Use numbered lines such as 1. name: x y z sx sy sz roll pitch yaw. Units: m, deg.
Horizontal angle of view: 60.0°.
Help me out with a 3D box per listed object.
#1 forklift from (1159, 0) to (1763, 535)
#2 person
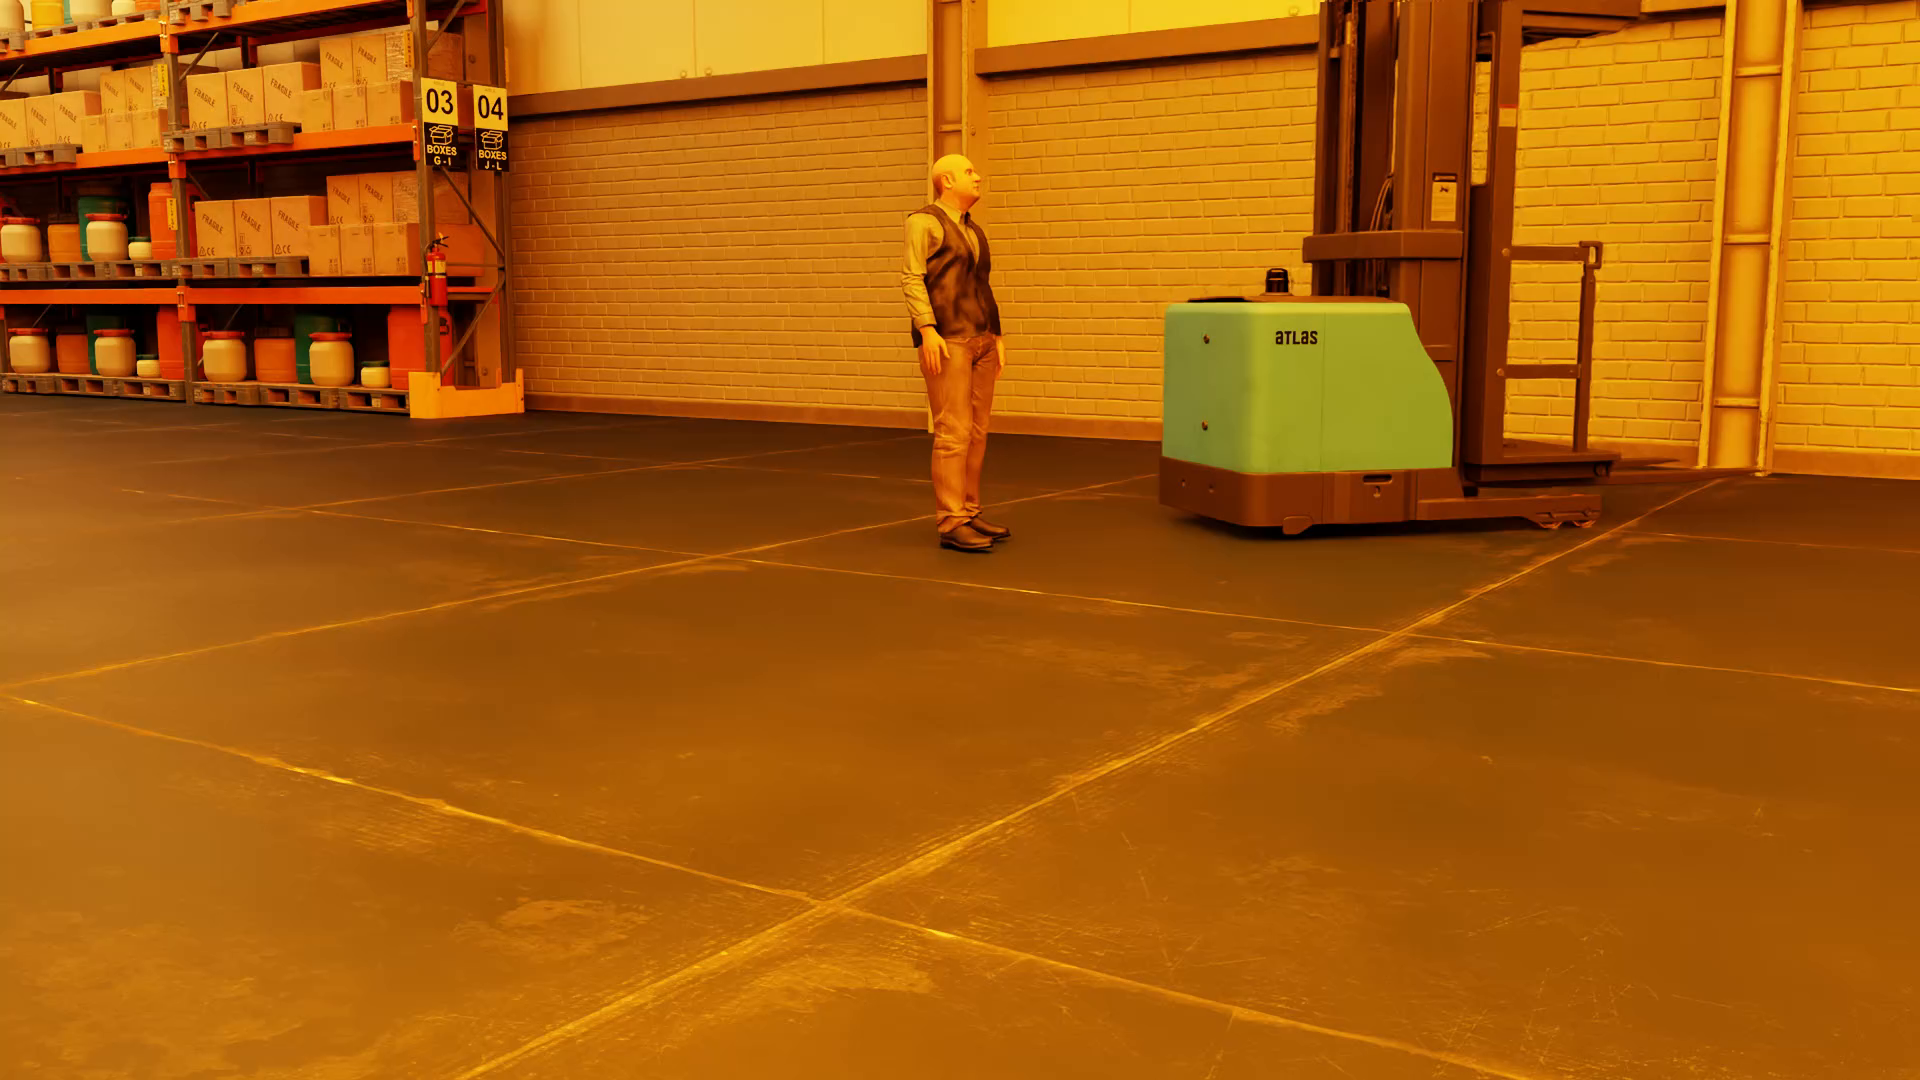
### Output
1. forklift: 2.579 -1.569 8.226 3.031 2.935 1.130 -3 8 -17
2. person: 0.047 -0.854 7.441 0.568 1.720 0.632 5 10 34
